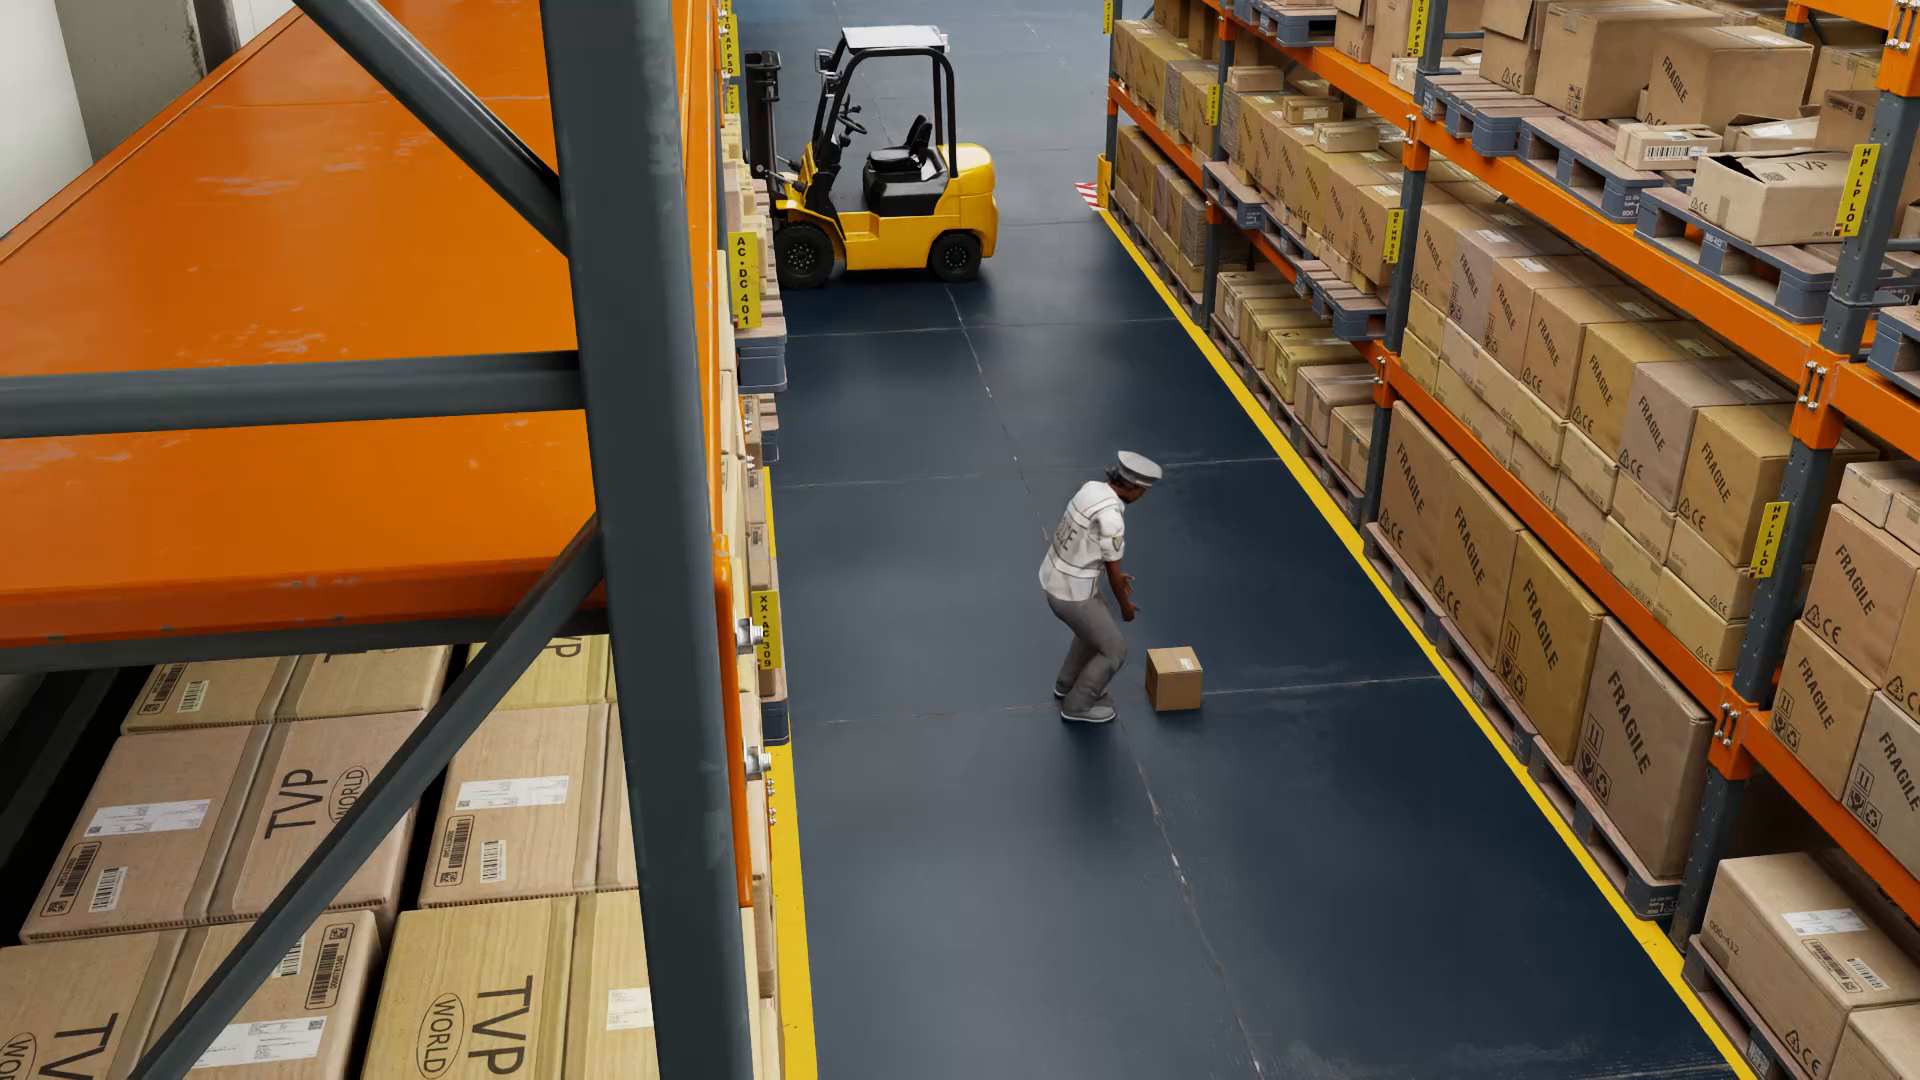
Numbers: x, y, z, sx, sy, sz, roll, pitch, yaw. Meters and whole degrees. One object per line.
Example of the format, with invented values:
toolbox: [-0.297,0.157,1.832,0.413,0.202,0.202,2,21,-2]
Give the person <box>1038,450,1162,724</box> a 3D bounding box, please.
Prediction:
person: [0.728,0.241,8.836,0.628,1.481,0.490,-3,27,-5]
